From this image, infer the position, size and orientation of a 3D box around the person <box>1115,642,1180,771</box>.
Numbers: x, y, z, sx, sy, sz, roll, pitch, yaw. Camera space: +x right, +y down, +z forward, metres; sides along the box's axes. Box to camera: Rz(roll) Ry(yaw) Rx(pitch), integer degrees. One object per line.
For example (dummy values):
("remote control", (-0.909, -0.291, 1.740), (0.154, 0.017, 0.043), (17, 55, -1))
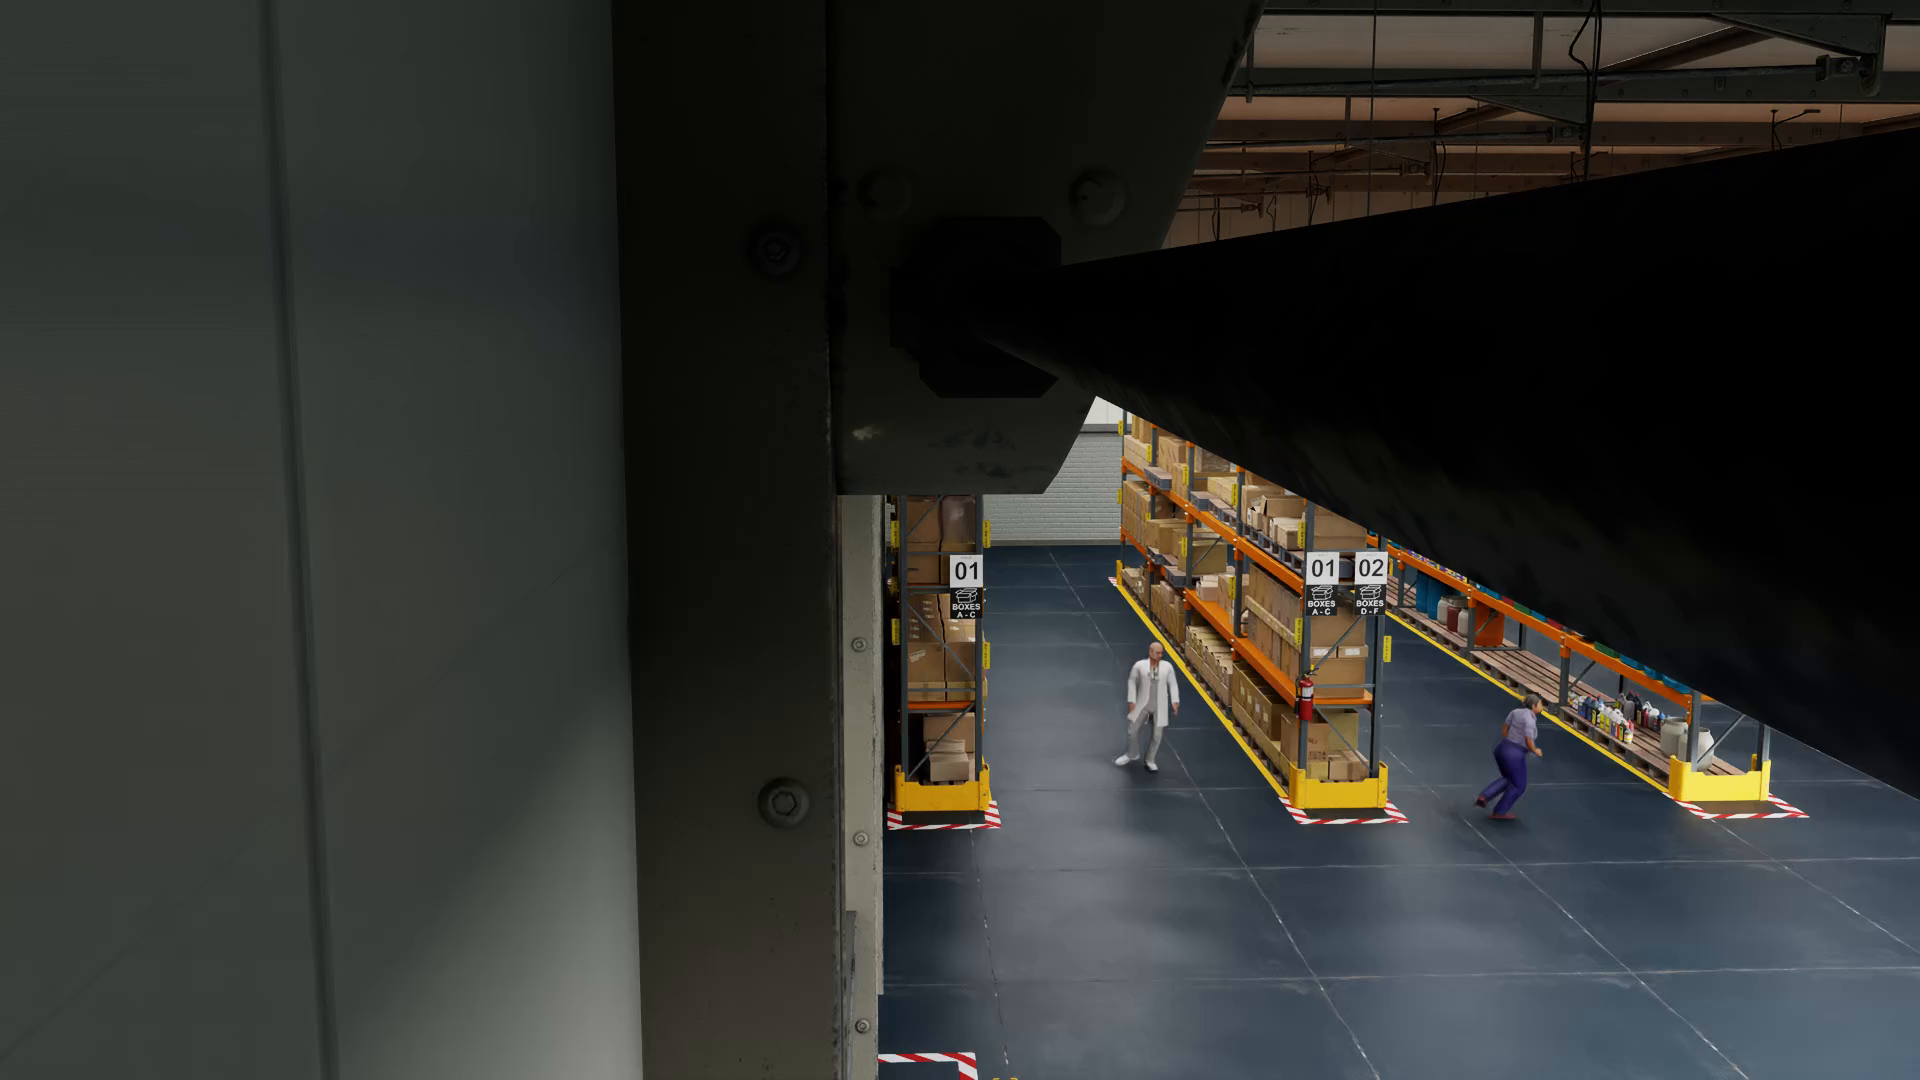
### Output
("person", (2.491, 2.322, 22.123), (0.824, 1.535, 0.608), (0, 8, 1))

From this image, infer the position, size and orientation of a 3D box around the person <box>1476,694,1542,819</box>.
("person", (6.692, 2.616, 20.149), (0.717, 1.543, 0.579), (-1, 8, -6))
